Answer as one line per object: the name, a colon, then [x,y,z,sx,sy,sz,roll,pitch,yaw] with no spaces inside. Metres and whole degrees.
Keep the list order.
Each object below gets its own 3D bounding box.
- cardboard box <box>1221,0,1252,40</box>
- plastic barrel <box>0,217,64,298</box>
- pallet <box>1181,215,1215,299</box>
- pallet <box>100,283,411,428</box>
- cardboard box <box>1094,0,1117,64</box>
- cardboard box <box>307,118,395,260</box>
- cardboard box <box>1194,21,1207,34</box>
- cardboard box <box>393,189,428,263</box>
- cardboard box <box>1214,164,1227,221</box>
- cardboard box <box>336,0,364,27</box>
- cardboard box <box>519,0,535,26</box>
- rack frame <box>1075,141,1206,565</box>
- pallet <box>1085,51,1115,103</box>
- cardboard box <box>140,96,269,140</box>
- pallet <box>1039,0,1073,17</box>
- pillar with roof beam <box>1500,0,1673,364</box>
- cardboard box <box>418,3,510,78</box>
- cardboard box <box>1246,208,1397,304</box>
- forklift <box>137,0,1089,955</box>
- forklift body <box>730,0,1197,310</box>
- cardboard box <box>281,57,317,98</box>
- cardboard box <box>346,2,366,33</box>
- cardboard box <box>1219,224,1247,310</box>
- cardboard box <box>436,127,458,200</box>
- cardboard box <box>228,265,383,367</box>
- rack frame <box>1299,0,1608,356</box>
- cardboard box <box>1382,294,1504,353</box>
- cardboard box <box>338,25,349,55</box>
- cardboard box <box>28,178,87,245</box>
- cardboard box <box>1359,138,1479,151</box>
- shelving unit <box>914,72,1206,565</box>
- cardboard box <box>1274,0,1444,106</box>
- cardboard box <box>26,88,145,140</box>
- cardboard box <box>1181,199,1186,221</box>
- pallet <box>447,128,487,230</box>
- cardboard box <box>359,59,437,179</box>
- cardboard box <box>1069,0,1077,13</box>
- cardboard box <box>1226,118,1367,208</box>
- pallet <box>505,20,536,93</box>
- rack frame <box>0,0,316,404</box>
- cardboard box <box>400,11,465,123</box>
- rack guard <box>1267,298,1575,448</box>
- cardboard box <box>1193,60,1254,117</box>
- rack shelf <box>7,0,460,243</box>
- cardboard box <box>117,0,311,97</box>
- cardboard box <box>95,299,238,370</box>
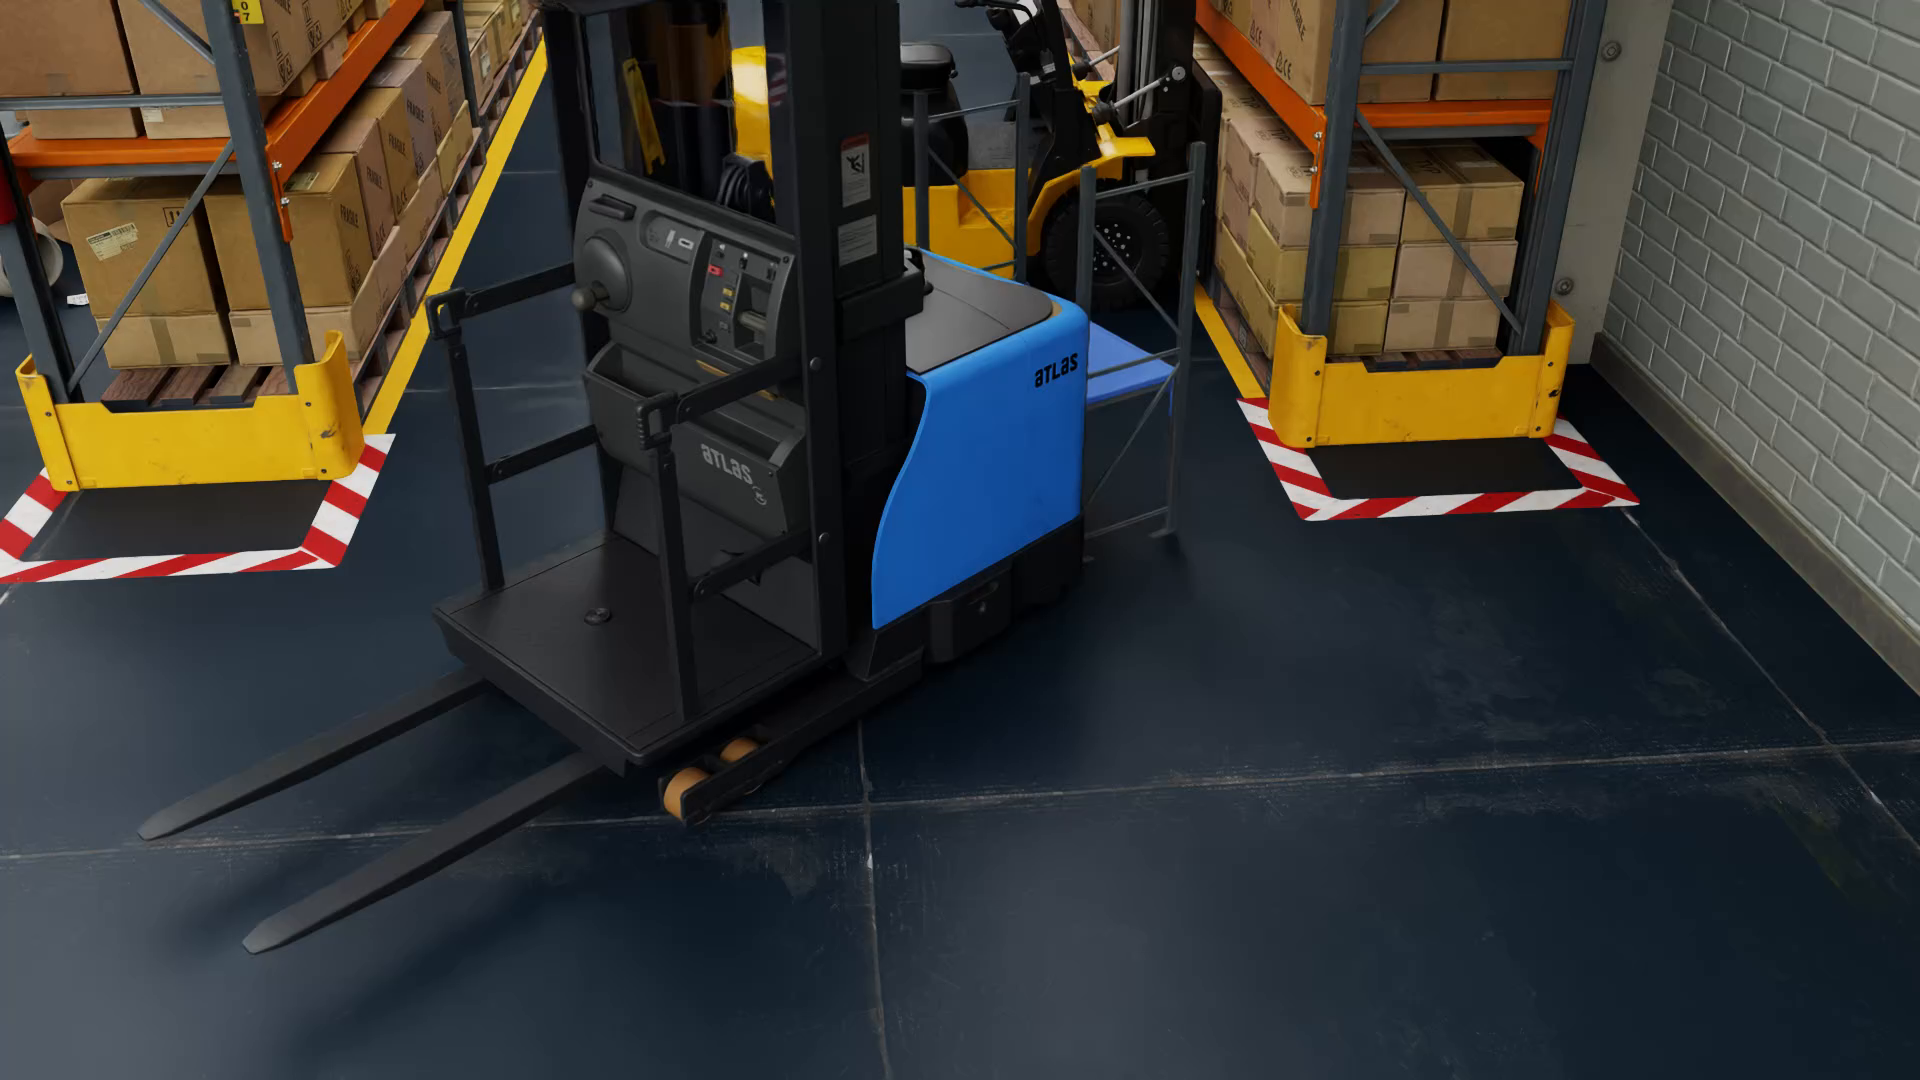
cardboard box: [1.514,-2.602,7.584,0.500,0.500,0.500,-3,31,-6]
plastic barrel: [-4.733,-1.430,8.231,0.512,0.421,0.421,20,36,29]
pallet: [1.685,-1.606,8.734,1.003,0.211,1.213,-3,31,-5]
pallet: [-3.081,-0.812,7.404,1.003,0.211,1.213,-3,31,-5]
cardboard box: [1.410,-3.659,11.357,0.875,0.625,0.625,-3,31,-5]
cardboard box: [-2.889,-1.580,7.510,0.500,0.500,0.500,-4,31,-6]
cardboard box: [1.305,-2.741,9.211,0.500,0.250,0.500,-3,31,-5]
cardboard box: [-2.937,-1.518,8.138,0.500,0.250,0.500,-1,31,-1]
cardboard box: [1.447,-1.761,8.057,0.500,0.250,0.500,-3,31,-6]
cardboard box: [-2.902,-2.504,7.130,0.500,0.500,0.500,-3,31,-6]
cardboard box: [-3.661,-4.025,12.217,0.950,0.372,0.625,-3,31,-6]
rack frame: [0.603,-0.614,5.815,0.500,1.500,0.032,-18,35,-28]
pallet: [1.427,-3.013,11.088,1.003,0.211,1.213,-3,31,-5]
cardboard box: [-2.859,-1.629,6.298,0.380,0.149,0.250,-3,31,-4]
pallet: [1.199,-4.259,13.174,1.003,0.211,1.213,-3,31,-5]
pillar with roof beam: [-1.545,-4.562,5.112,9.100,9.000,0.400,-3,31,-5]
cardboard box: [-3.529,-3.283,10.974,0.950,0.372,0.625,-1,31,-1]
cardboard box: [1.552,-1.242,7.188,0.500,0.250,0.500,-3,31,-5]
forklift: [-0.944,-0.724,4.604,1.130,2.935,3.031,26,40,36]
forklift body: [-0.085,-2.310,8.020,2.313,2.155,1.214,-3,31,-5]
cardboard box: [-2.841,-1.897,6.746,0.380,0.149,0.250,-4,31,-6]
cardboard box: [-2.956,-2.427,7.634,0.380,0.149,0.250,-4,31,-6]
cardboard box: [1.513,-1.273,7.727,0.500,0.250,0.500,-3,31,-5]
cardboard box: [-3.024,-2.036,9.005,0.500,0.250,0.500,-4,31,-6]
cardboard box: [-2.833,-0.979,7.236,0.500,0.250,0.500,-3,31,-5]
rack frame: [1.909,-1.794,6.328,1.000,3.000,0.127,-3,31,-5]
cardboard box: [2.057,-1.054,7.361,0.500,0.250,0.500,-3,31,-4]
cardboard box: [-2.876,-2.159,7.185,0.380,0.149,0.250,-2,31,-3]
cardboard box: [-4.661,-1.912,8.961,0.500,0.500,0.500,20,36,29]
cardboard box: [2.002,-1.732,7.522,0.500,0.250,0.500,-3,31,-5]
shelving unit: [0.326,-0.832,6.180,0.538,1.500,1.048,-18,35,-28]
cardboard box: [1.601,-2.075,6.702,0.500,0.500,0.500,-3,31,-6]
cardboard box: [-3.281,-1.627,6.293,0.380,0.149,0.250,-2,31,-3]
cardboard box: [1.404,-1.793,8.598,0.500,0.250,0.500,-2,31,-3]
pallet: [-3.309,-2.058,9.489,1.003,0.211,1.213,-3,31,-5]
cardboard box: [-2.986,-2.109,8.396,0.500,0.500,0.500,-1,31,-2]
cardboard box: [1.275,-4.387,12.575,0.875,0.625,0.625,-2,31,-3]
cardboard box: [1.501,-1.703,7.473,0.500,0.250,0.500,-2,31,-4]
pallet: [-3.598,-3.421,11.771,1.003,0.211,1.213,-3,31,-5]
rack frame: [-3.033,-1.554,5.926,1.000,3.000,0.127,-3,31,-5]
cardboard box: [-3.084,-2.629,9.266,0.500,0.500,0.500,-3,31,-5]
rack guard: [1.911,-0.708,6.948,1.175,0.500,0.348,-3,31,-5]
cardboard box: [1.405,-2.220,8.338,0.500,0.250,0.500,-3,31,-6]
rack shelf: [-3.220,-2.266,7.820,1.077,0.370,4.000,-3,31,-5]
cardboard box: [-2.801,-1.980,6.252,0.500,0.500,0.500,-3,31,-5]
cardboard box: [-3.379,-0.966,7.214,0.500,0.250,0.500,-3,31,-5]
